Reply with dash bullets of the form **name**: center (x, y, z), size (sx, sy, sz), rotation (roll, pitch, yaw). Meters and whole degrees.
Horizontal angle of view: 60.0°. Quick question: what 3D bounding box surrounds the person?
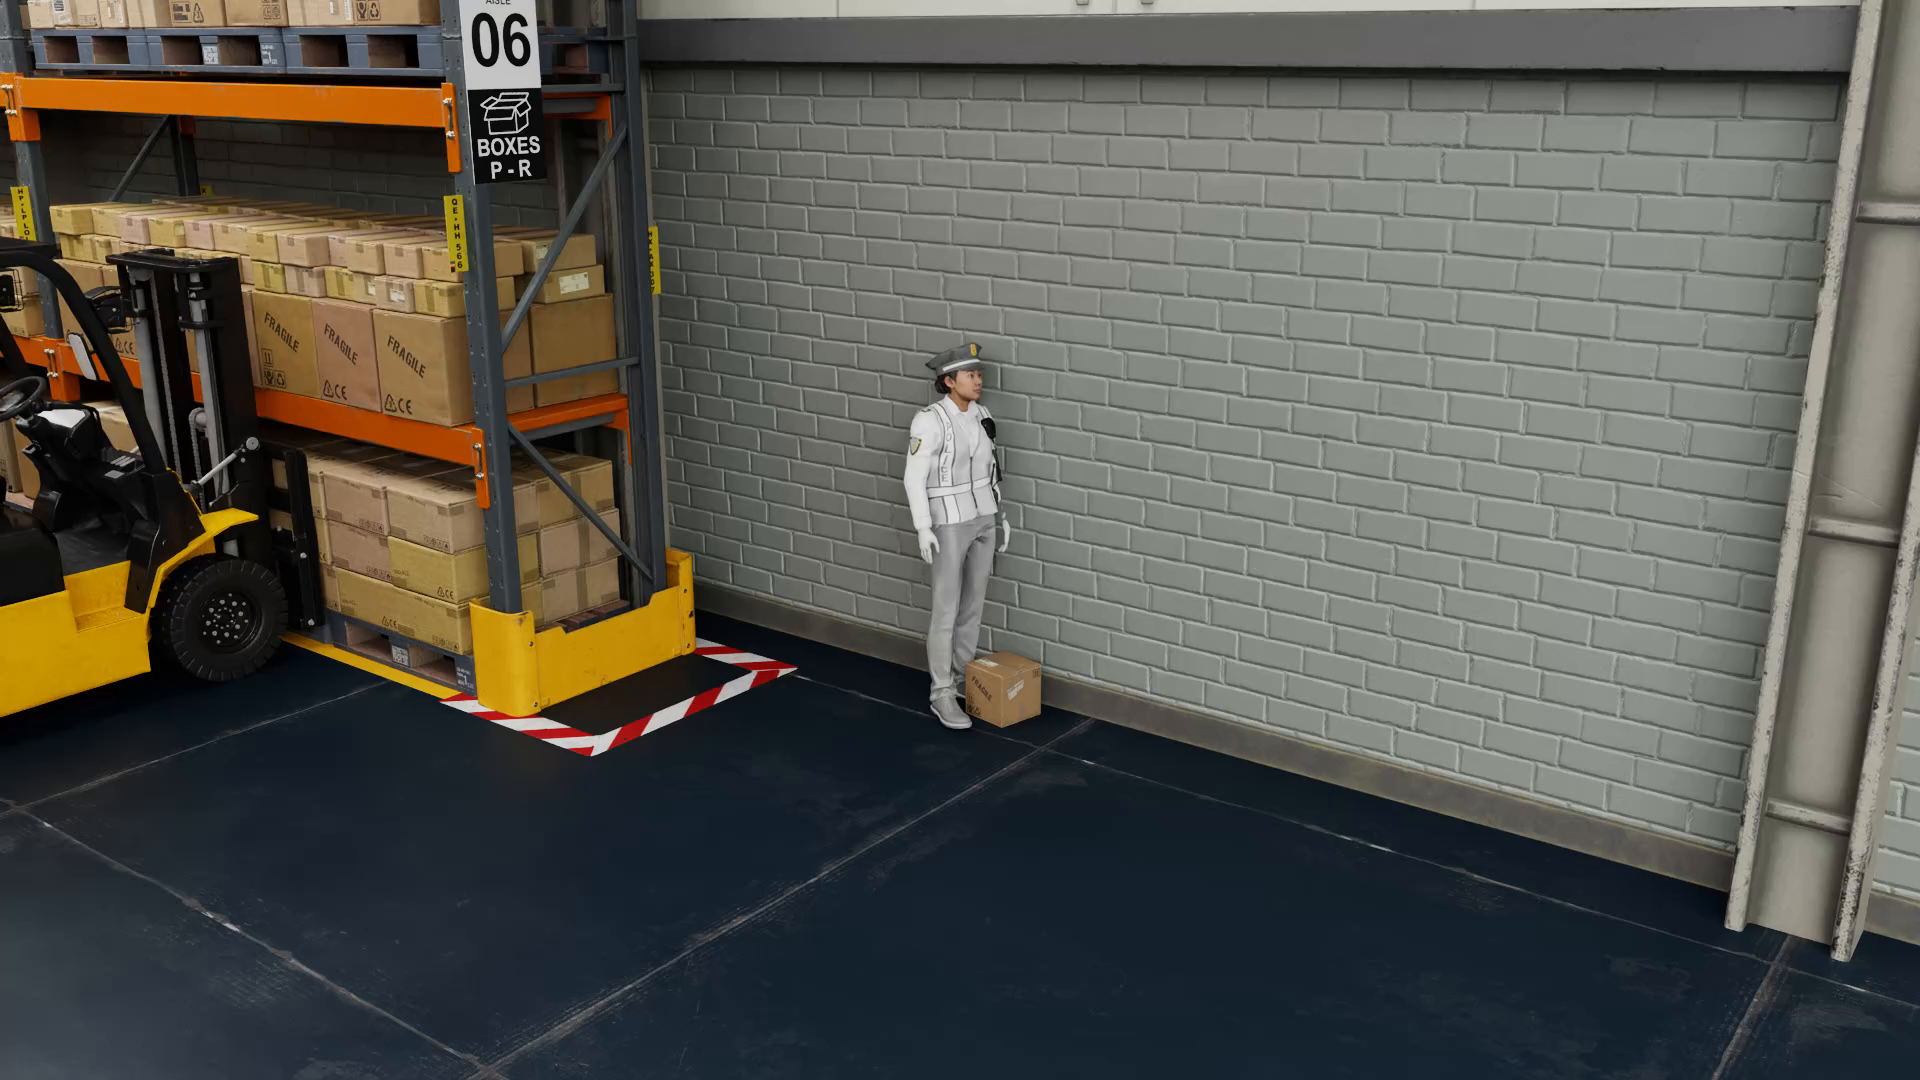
- **person**: center (0.044, -0.052, 7.622), size (0.587, 1.696, 0.534), rotation (-14, 21, -38)
